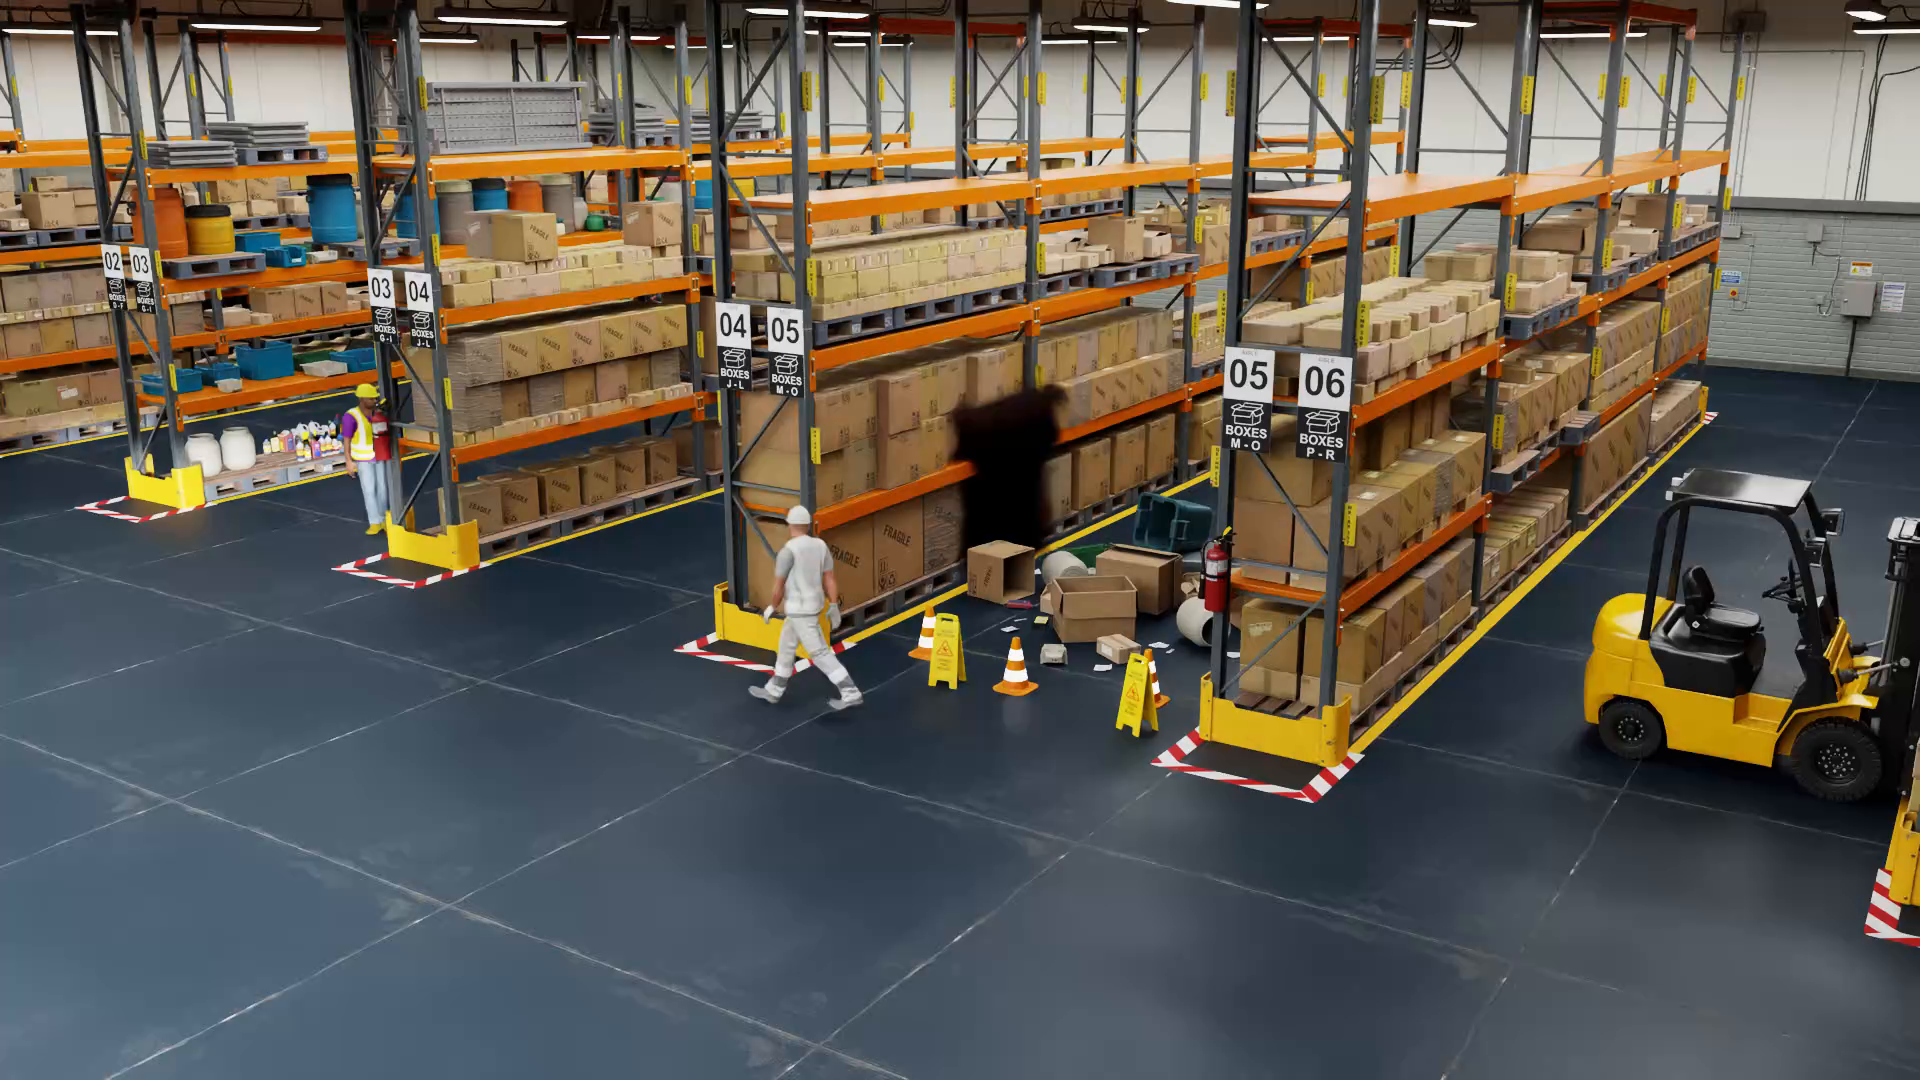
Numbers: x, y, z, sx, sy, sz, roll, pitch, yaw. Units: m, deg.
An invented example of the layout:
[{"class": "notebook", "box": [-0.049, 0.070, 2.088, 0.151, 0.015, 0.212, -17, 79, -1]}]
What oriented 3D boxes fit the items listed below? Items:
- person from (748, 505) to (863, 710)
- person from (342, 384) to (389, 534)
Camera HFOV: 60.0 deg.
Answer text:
[{"class": "person", "box": [-1.317, 0.582, 13.880, 1.057, 1.745, 0.484, 2, 16, 9]}, {"class": "person", "box": [-6.843, -0.947, 19.319, 0.602, 1.768, 0.404, -11, 19, -34]}]
